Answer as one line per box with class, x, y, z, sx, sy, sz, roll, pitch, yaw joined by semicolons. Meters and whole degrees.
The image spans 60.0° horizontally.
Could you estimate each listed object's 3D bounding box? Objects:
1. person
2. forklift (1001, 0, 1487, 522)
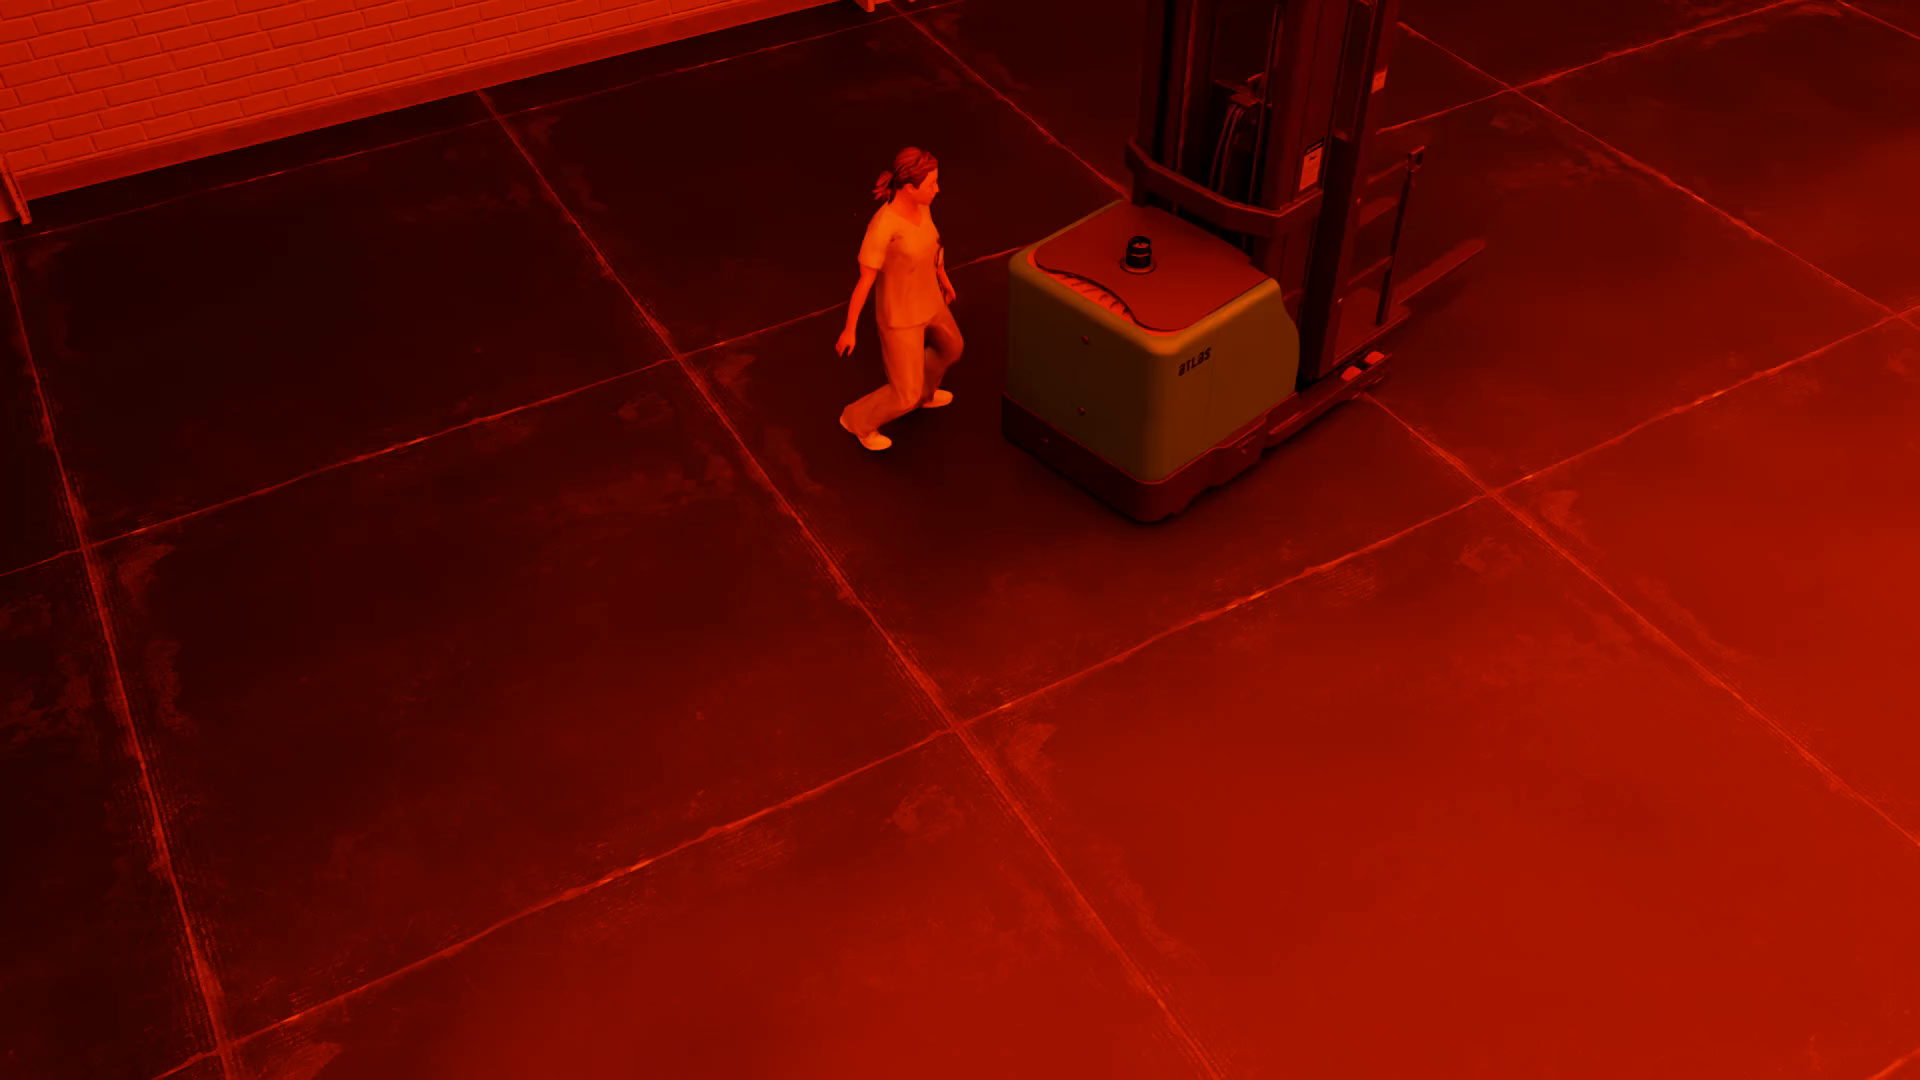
person;-0.307;-1.114;7.890;0.486;1.597;0.799;24;48;24
forklift;1.625;-2.041;7.898;3.031;2.935;1.130;-33;52;-30
